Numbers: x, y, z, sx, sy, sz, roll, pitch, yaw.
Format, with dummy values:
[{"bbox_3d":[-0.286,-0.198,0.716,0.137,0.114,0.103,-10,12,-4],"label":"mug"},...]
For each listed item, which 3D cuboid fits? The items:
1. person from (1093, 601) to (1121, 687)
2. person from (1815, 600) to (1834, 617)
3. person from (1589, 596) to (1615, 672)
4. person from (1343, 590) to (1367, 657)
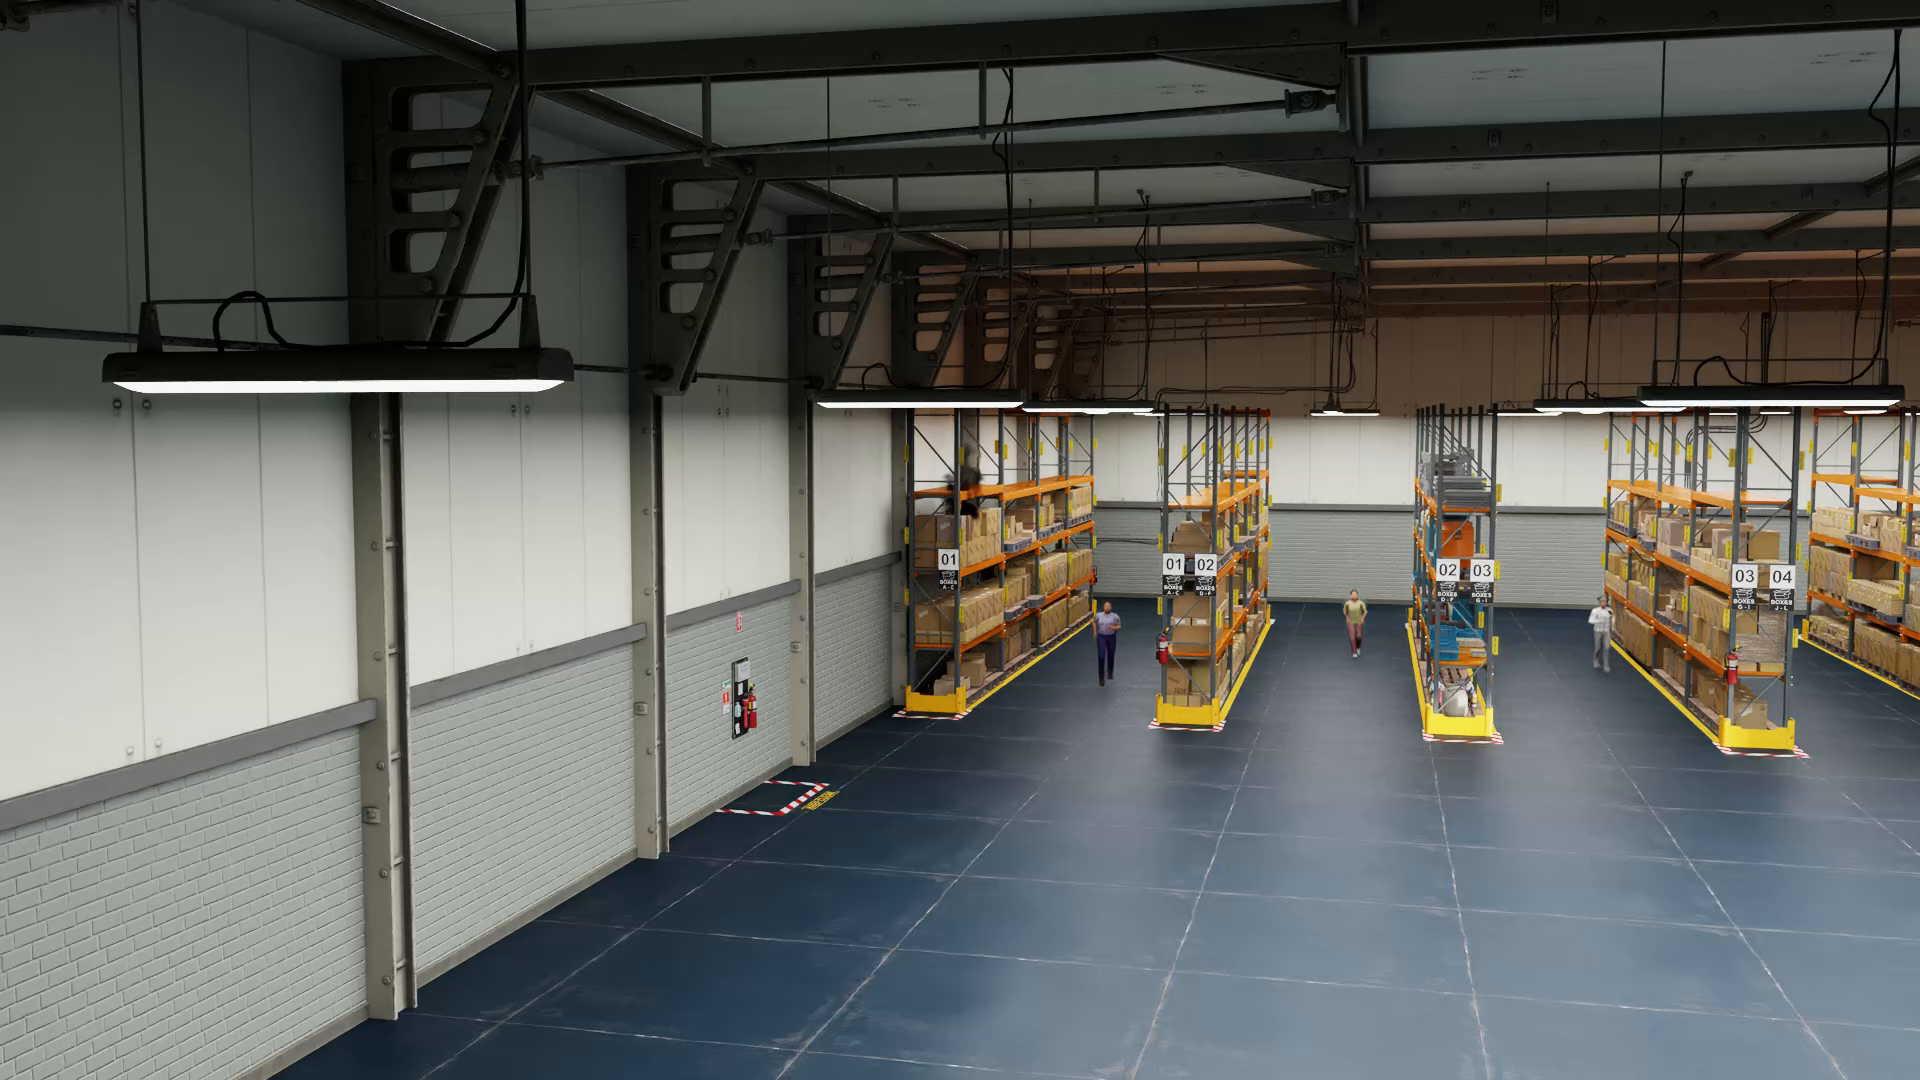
[{"bbox_3d":[3.051,2.129,34.530,0.582,1.733,0.730,0,4,3],"label":"person"},{"bbox_3d":[23.031,1.673,44.208,0.714,1.770,0.660,3,5,34],"label":"person"},{"bbox_3d":[14.568,2.094,37.699,0.610,1.688,0.910,1,4,8],"label":"person"},{"bbox_3d":[9.436,2.007,39.760,0.556,1.626,0.520,1,4,14],"label":"person"}]
